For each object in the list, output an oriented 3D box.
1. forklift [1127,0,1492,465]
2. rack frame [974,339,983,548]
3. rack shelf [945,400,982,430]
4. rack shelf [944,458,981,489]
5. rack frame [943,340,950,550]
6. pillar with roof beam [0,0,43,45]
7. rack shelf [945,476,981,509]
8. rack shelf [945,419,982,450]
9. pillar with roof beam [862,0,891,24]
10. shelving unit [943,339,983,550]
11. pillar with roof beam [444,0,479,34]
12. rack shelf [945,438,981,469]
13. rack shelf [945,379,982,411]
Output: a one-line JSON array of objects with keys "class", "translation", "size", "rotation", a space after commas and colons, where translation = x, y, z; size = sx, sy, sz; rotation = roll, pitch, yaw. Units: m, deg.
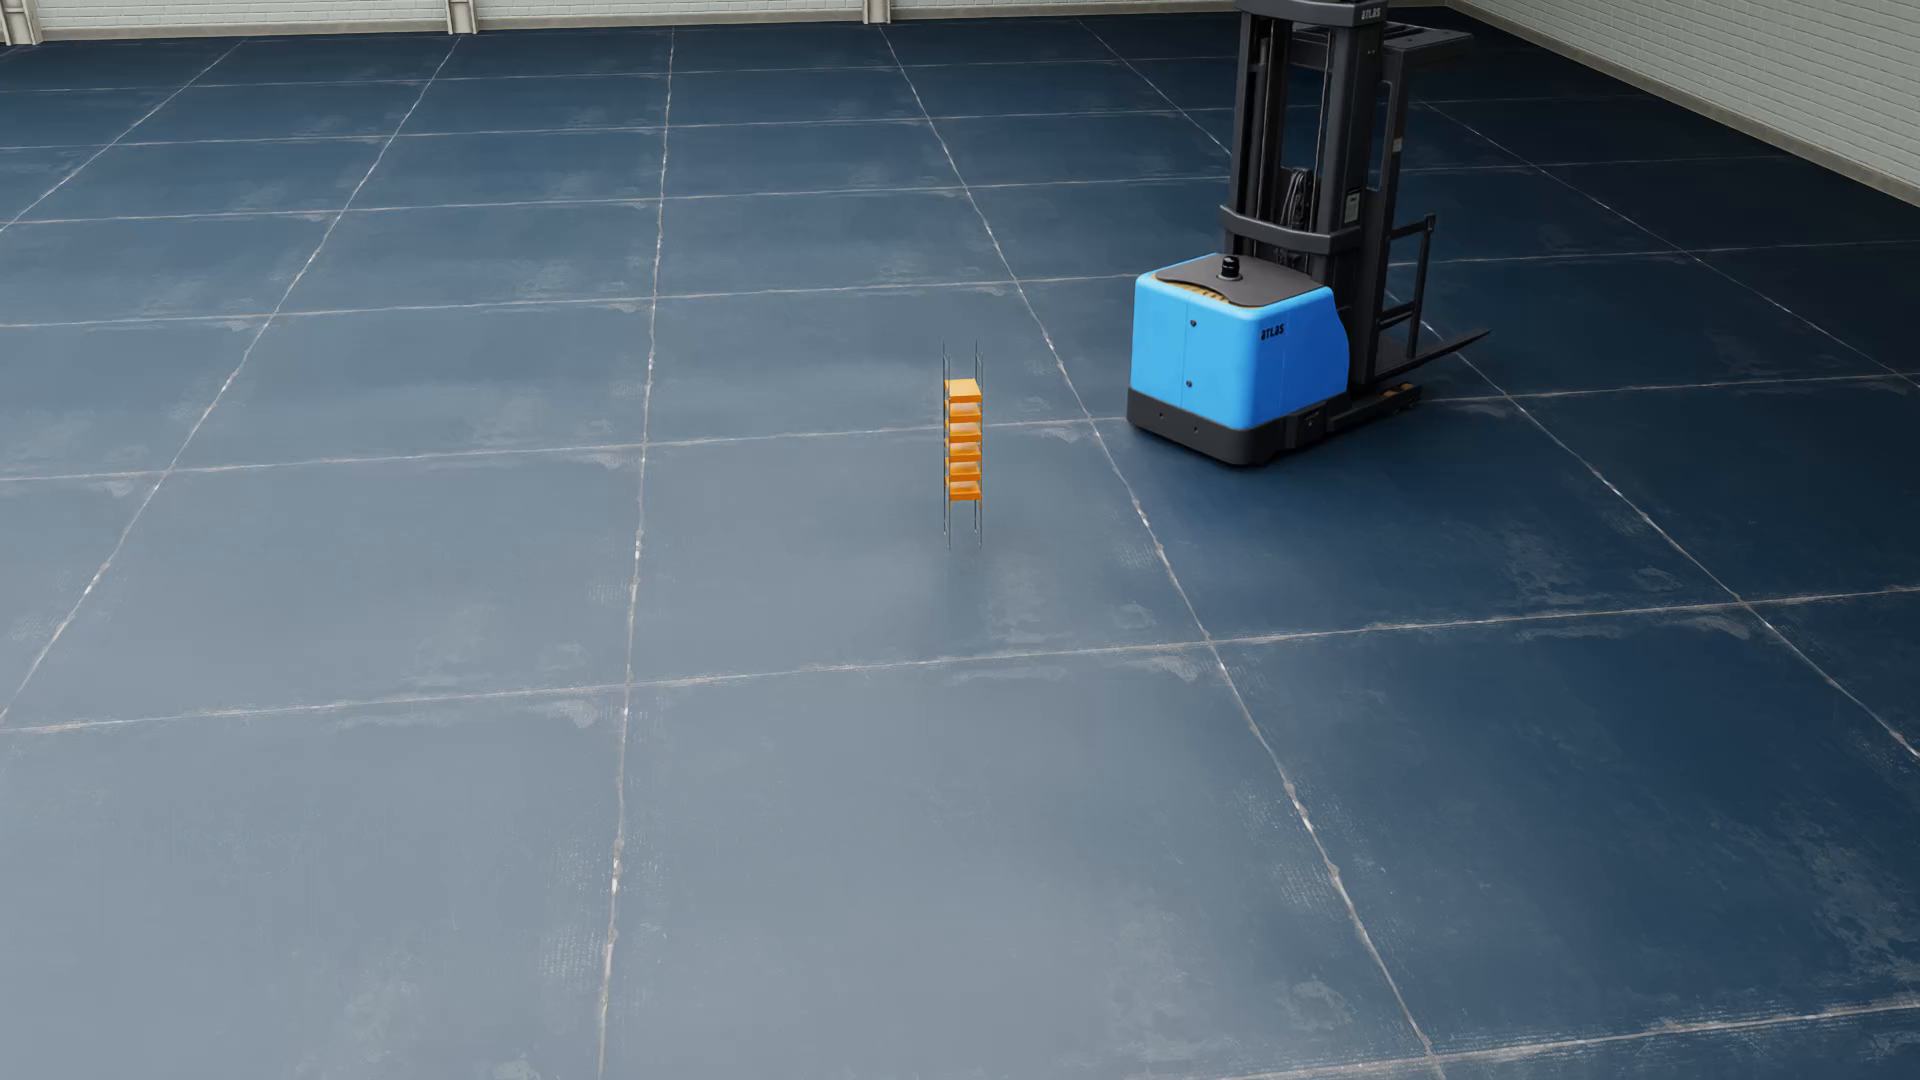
[{"class": "forklift", "translation": [2.566, -2.326, 11.073], "size": [3.031, 2.935, 1.130], "rotation": [-21, 34, -35]}, {"class": "rack frame", "translation": [0.105, -0.541, 9.489], "size": [0.006, 1.200, 0.240], "rotation": [-4, 27, -7]}, {"class": "rack shelf", "translation": [0.014, -0.709, 9.389], "size": [0.180, 0.103, 0.258], "rotation": [-4, 27, -7]}, {"class": "rack shelf", "translation": [0.014, -0.388, 9.553], "size": [0.180, 0.103, 0.258], "rotation": [-4, 27, -7]}, {"class": "rack frame", "translation": [-0.076, -0.529, 9.467], "size": [0.006, 1.200, 0.240], "rotation": [-4, 27, -7]}, {"class": "pillar with roof beam", "translation": [-12.530, -9.041, 17.514], "size": [0.400, 9.000, 9.100], "rotation": [-4, 27, -7]}, {"class": "rack shelf", "translation": [0.014, -0.282, 9.608], "size": [0.180, 0.103, 0.258], "rotation": [-4, 27, -7]}, {"class": "rack shelf", "translation": [0.014, -0.602, 9.443], "size": [0.180, 0.103, 0.258], "rotation": [-4, 27, -7]}, {"class": "pillar with roof beam", "translation": [-0.647, -9.805, 19.001], "size": [0.400, 9.000, 9.100], "rotation": [-4, 27, -7]}, {"class": "shelving unit", "translation": [0.014, -0.535, 9.478], "size": [0.189, 1.200, 0.258], "rotation": [-4, 27, -7]}, {"class": "pillar with roof beam", "translation": [-6.589, -9.423, 18.258], "size": [0.400, 9.000, 9.100], "rotation": [-4, 27, -7]}, {"class": "rack shelf", "translation": [0.014, -0.495, 9.498], "size": [0.180, 0.103, 0.258], "rotation": [-4, 27, -7]}, {"class": "rack shelf", "translation": [0.014, -0.816, 9.334], "size": [0.180, 0.103, 0.258], "rotation": [-4, 27, -7]}]
